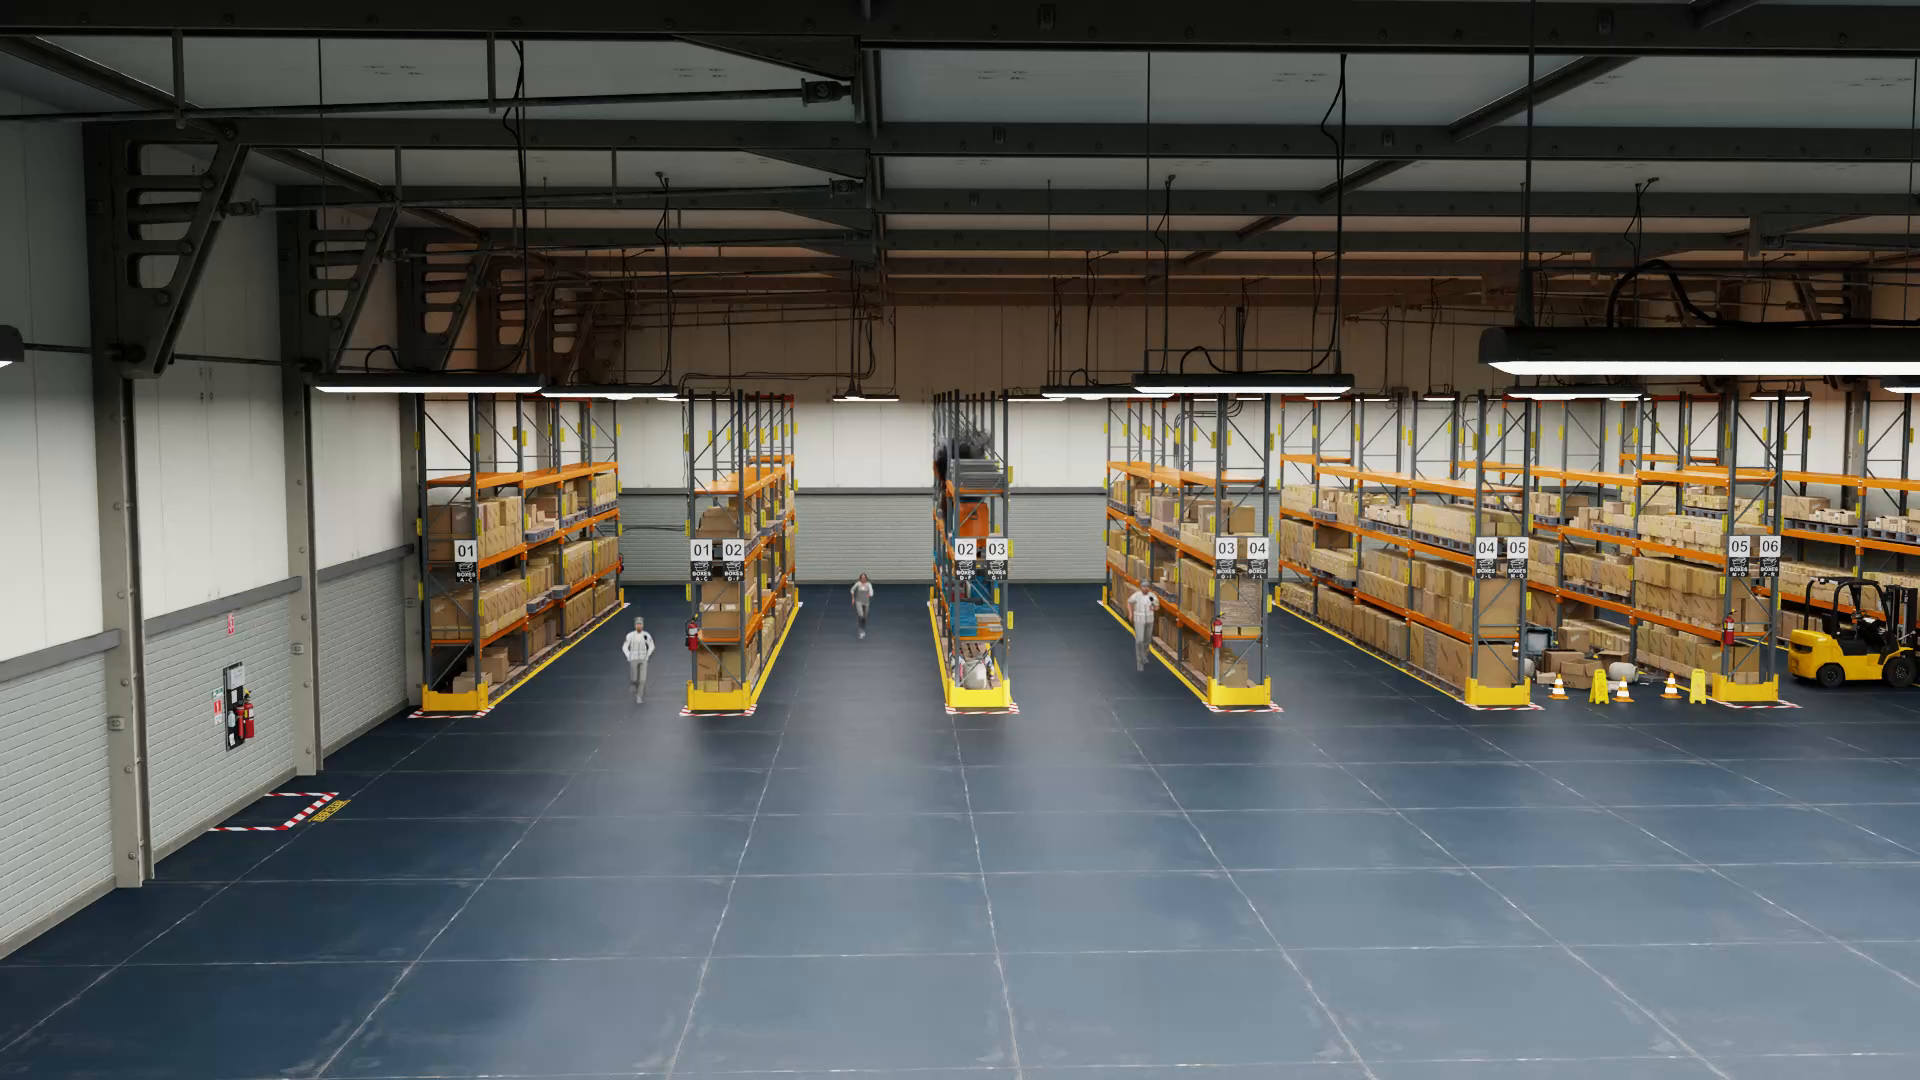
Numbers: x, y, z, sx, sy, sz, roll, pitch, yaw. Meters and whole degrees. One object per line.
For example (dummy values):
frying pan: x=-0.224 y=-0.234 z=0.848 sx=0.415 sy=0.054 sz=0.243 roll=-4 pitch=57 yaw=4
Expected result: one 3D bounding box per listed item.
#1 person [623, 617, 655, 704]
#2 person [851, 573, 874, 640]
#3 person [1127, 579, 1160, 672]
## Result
person: x=-6.168 y=2.296 z=31.985 sx=0.608 sy=1.649 sz=0.613 roll=-1 pitch=5 yaw=-15
person: x=-2.377 y=1.609 z=40.661 sx=0.498 sy=1.638 sz=0.782 roll=-1 pitch=5 yaw=-15
person: x=3.837 y=1.760 z=34.591 sx=0.633 sy=1.918 sz=0.747 roll=-1 pitch=5 yaw=-9
